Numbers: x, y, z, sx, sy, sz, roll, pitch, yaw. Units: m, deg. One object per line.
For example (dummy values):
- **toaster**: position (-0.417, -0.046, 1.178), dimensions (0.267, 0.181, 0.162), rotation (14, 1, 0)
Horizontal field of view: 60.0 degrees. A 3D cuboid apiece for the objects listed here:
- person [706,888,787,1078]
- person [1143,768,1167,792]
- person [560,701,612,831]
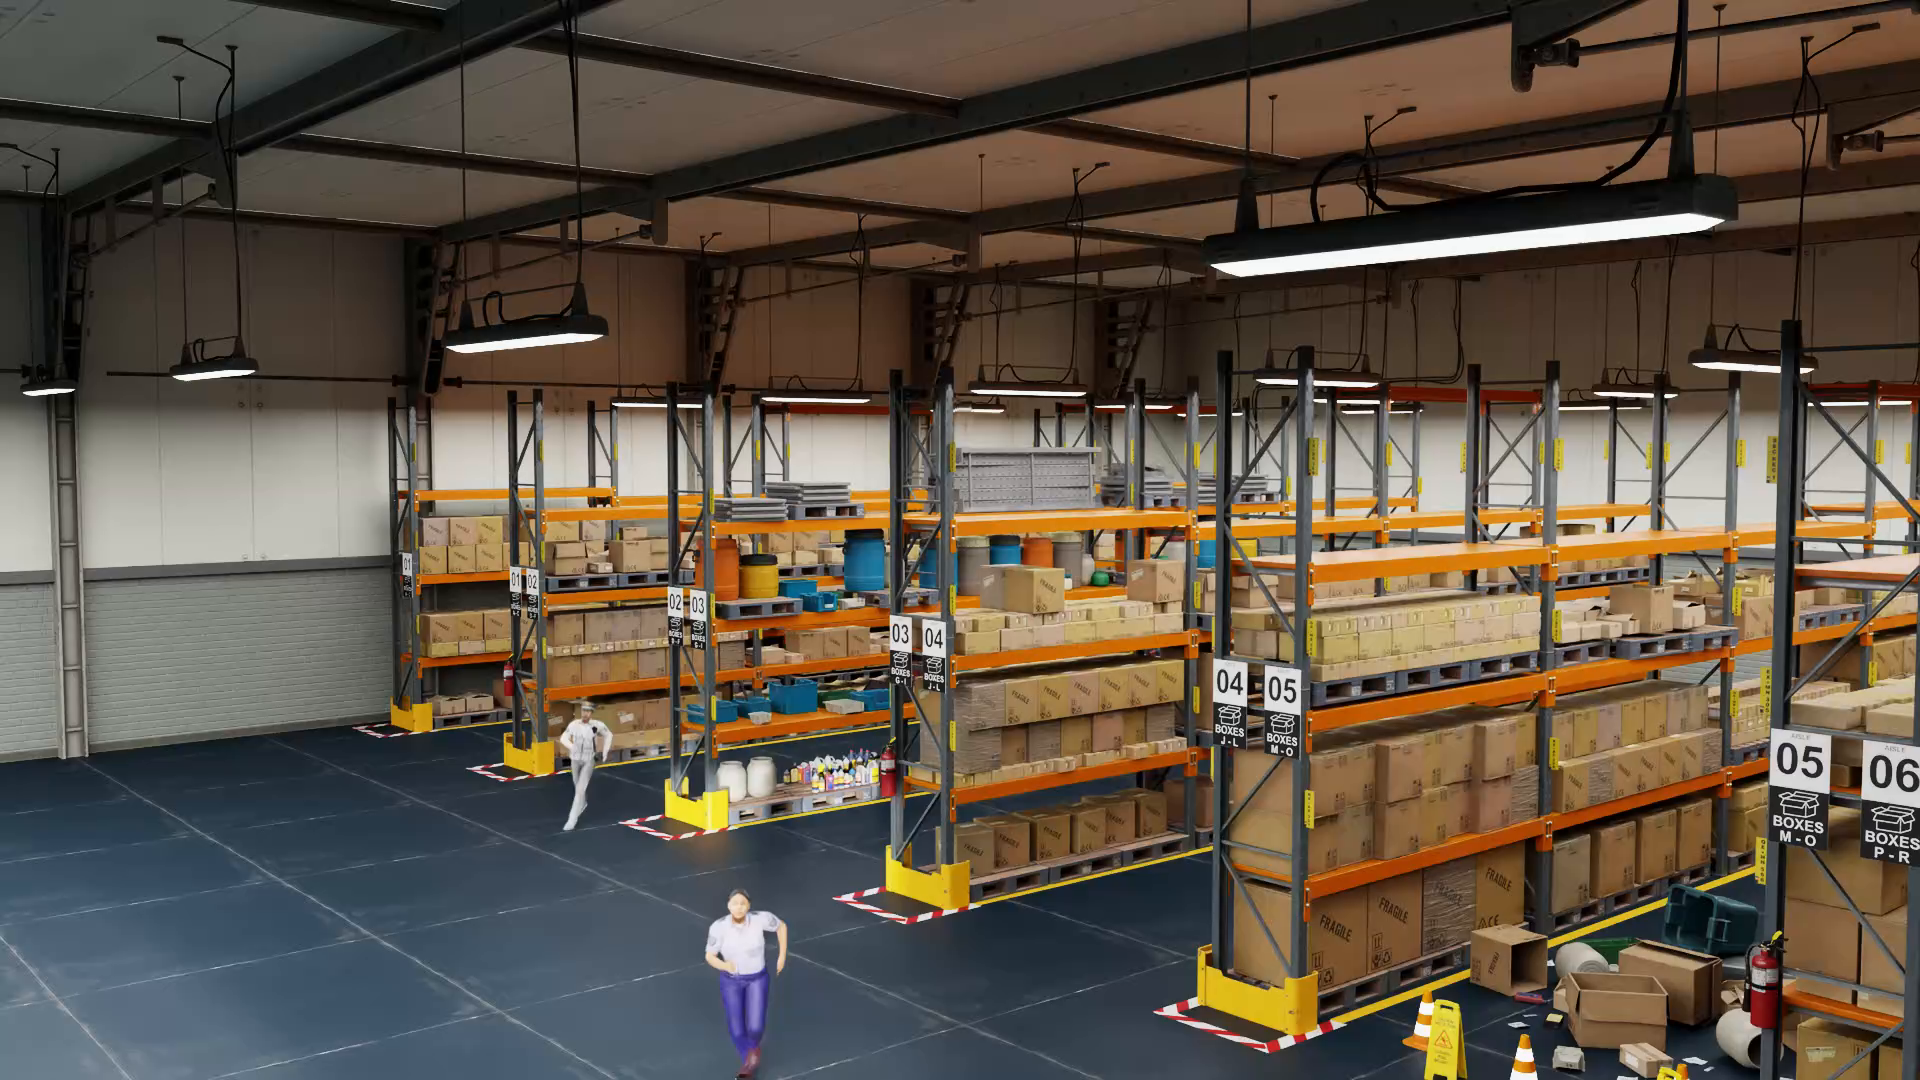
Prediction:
- **person**: position (-1.715, 3.586, 13.357), dimensions (0.643, 1.587, 0.685), rotation (0, 3, -5)
- **person**: position (2.732, 2.914, 23.749), dimensions (0.854, 1.751, 0.676), rotation (-3, 4, -42)
- **person**: position (-5.076, 3.009, 22.531), dimensions (0.643, 1.706, 0.874), rotation (0, 3, 4)
